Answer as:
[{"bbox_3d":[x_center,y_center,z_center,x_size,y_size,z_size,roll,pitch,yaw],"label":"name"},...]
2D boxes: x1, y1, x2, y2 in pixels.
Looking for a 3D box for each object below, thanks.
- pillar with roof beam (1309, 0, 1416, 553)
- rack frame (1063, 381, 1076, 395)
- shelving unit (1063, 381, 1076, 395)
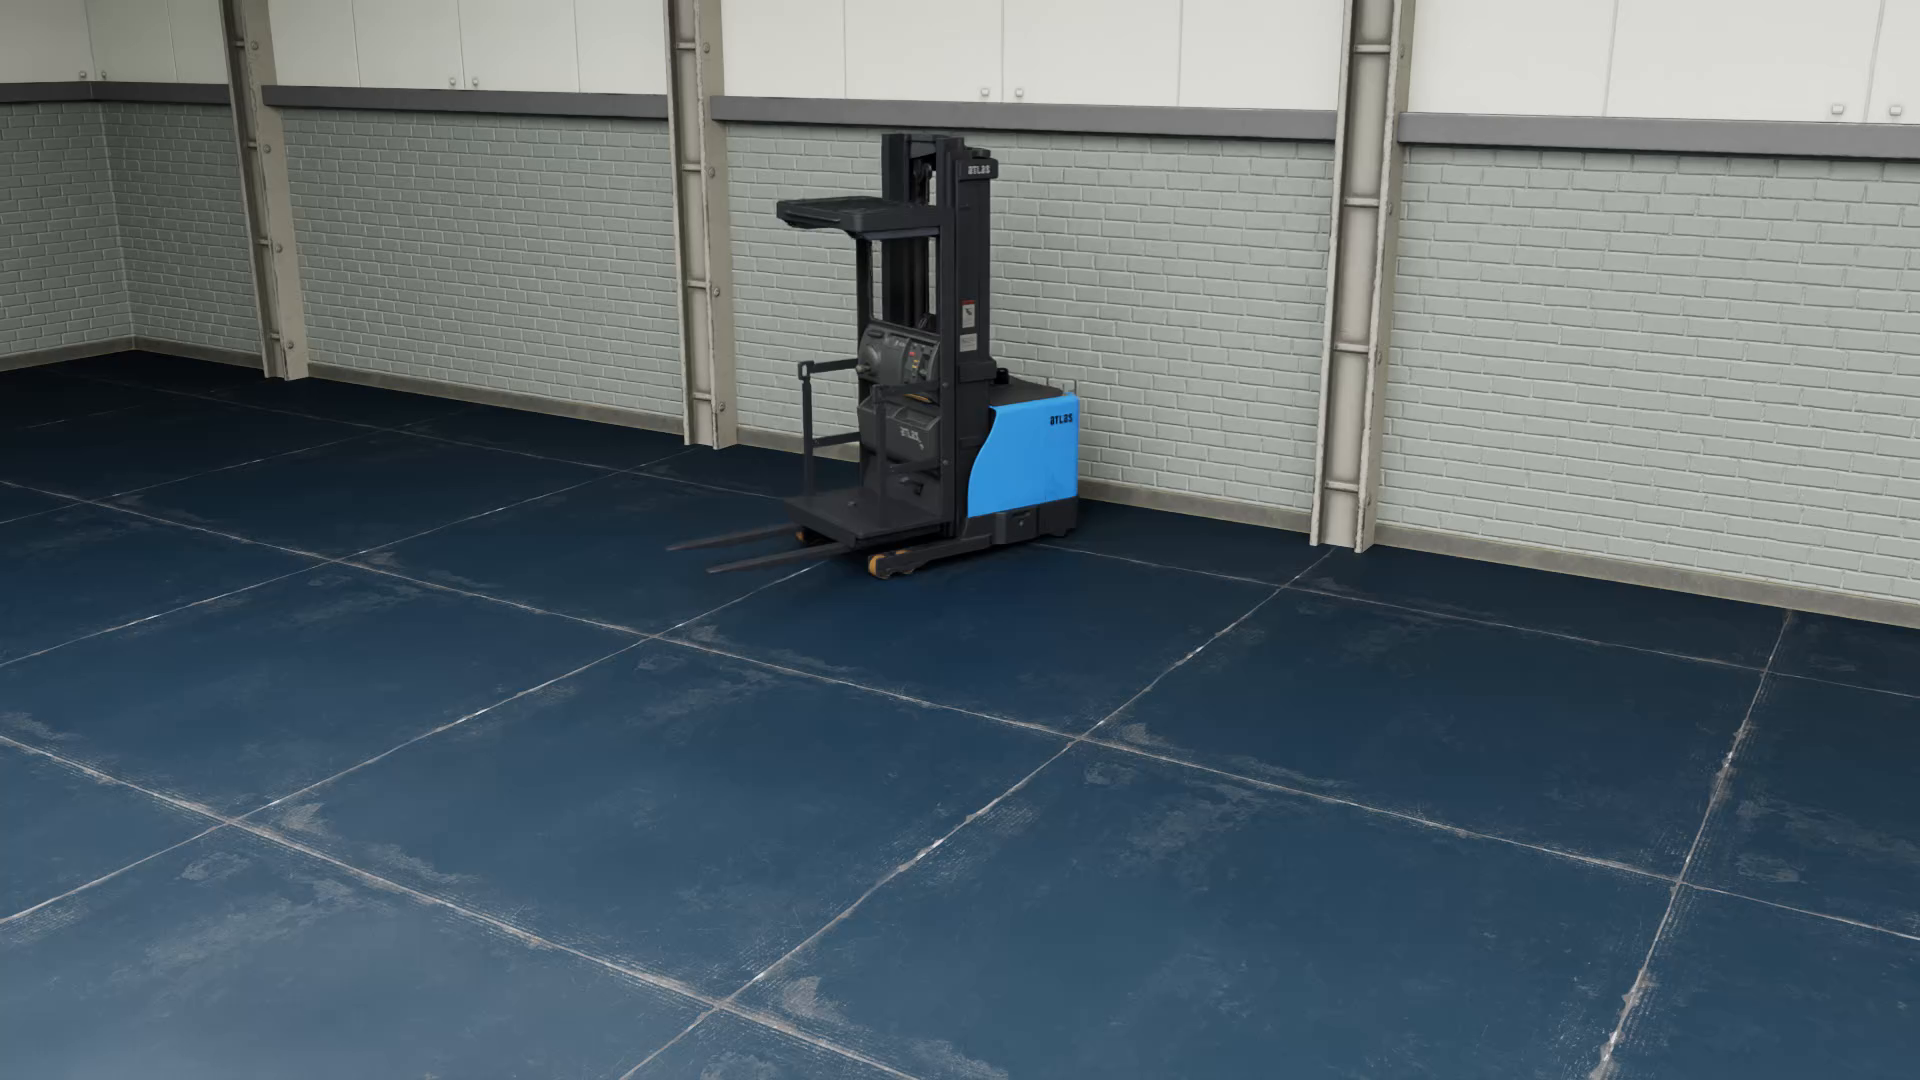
[{"bbox_3d":[0.574,-3.214,7.479,0.400,9.000,9.100,10,20,30],"label":"pillar with roof beam"},{"bbox_3d":[0.828,-0.701,12.865,0.008,1.050,0.200,10,17,31],"label":"rack frame"},{"bbox_3d":[0.726,-0.720,12.927,0.249,1.050,0.215,10,17,31],"label":"shelving unit"}]
